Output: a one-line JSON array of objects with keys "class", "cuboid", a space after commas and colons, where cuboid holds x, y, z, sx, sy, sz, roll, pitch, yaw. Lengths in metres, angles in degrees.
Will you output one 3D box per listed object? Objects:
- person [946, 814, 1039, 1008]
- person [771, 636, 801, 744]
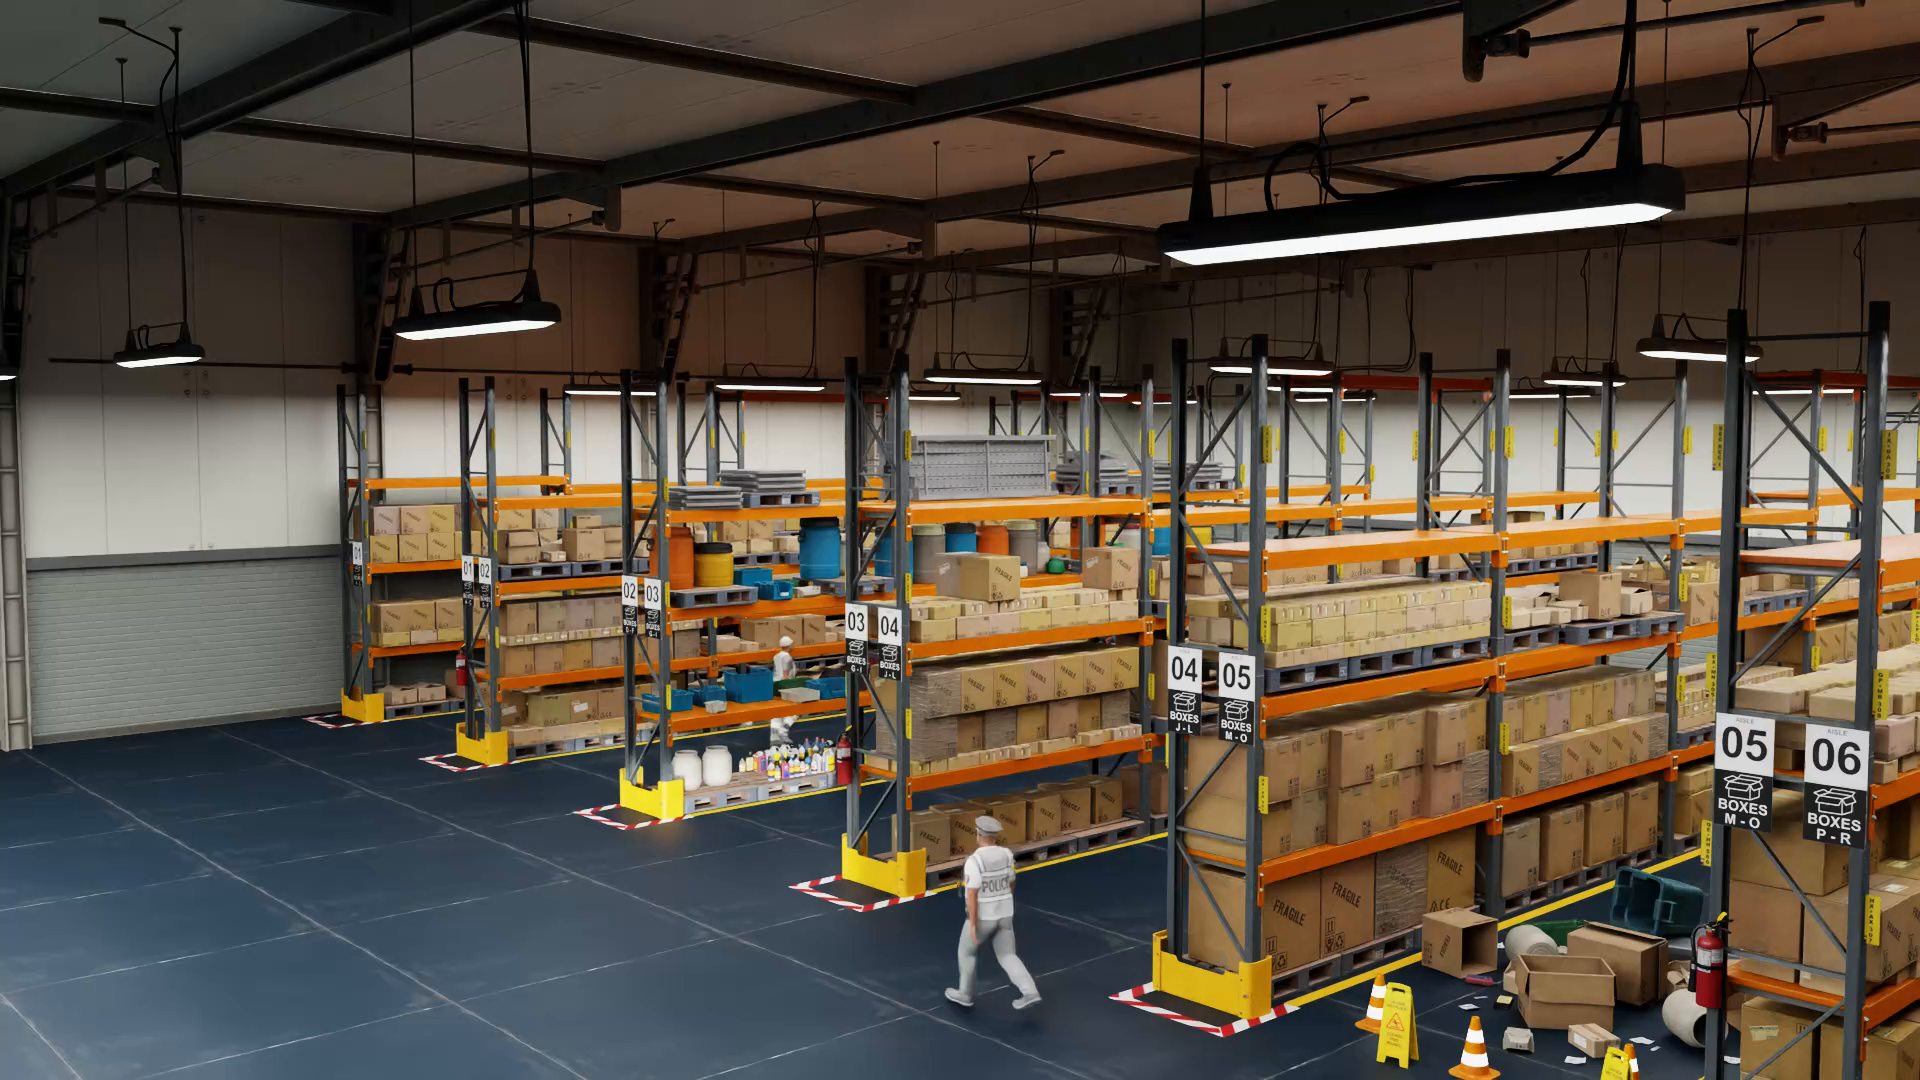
[{"class": "person", "cuboid": [0.254, 3.317, 14.752, 0.537, 1.731, 0.975, -3, 5, -41]}, {"class": "person", "cuboid": [-2.875, 2.462, 27.361, 0.521, 1.769, 0.587, -2, 4, -29]}]
